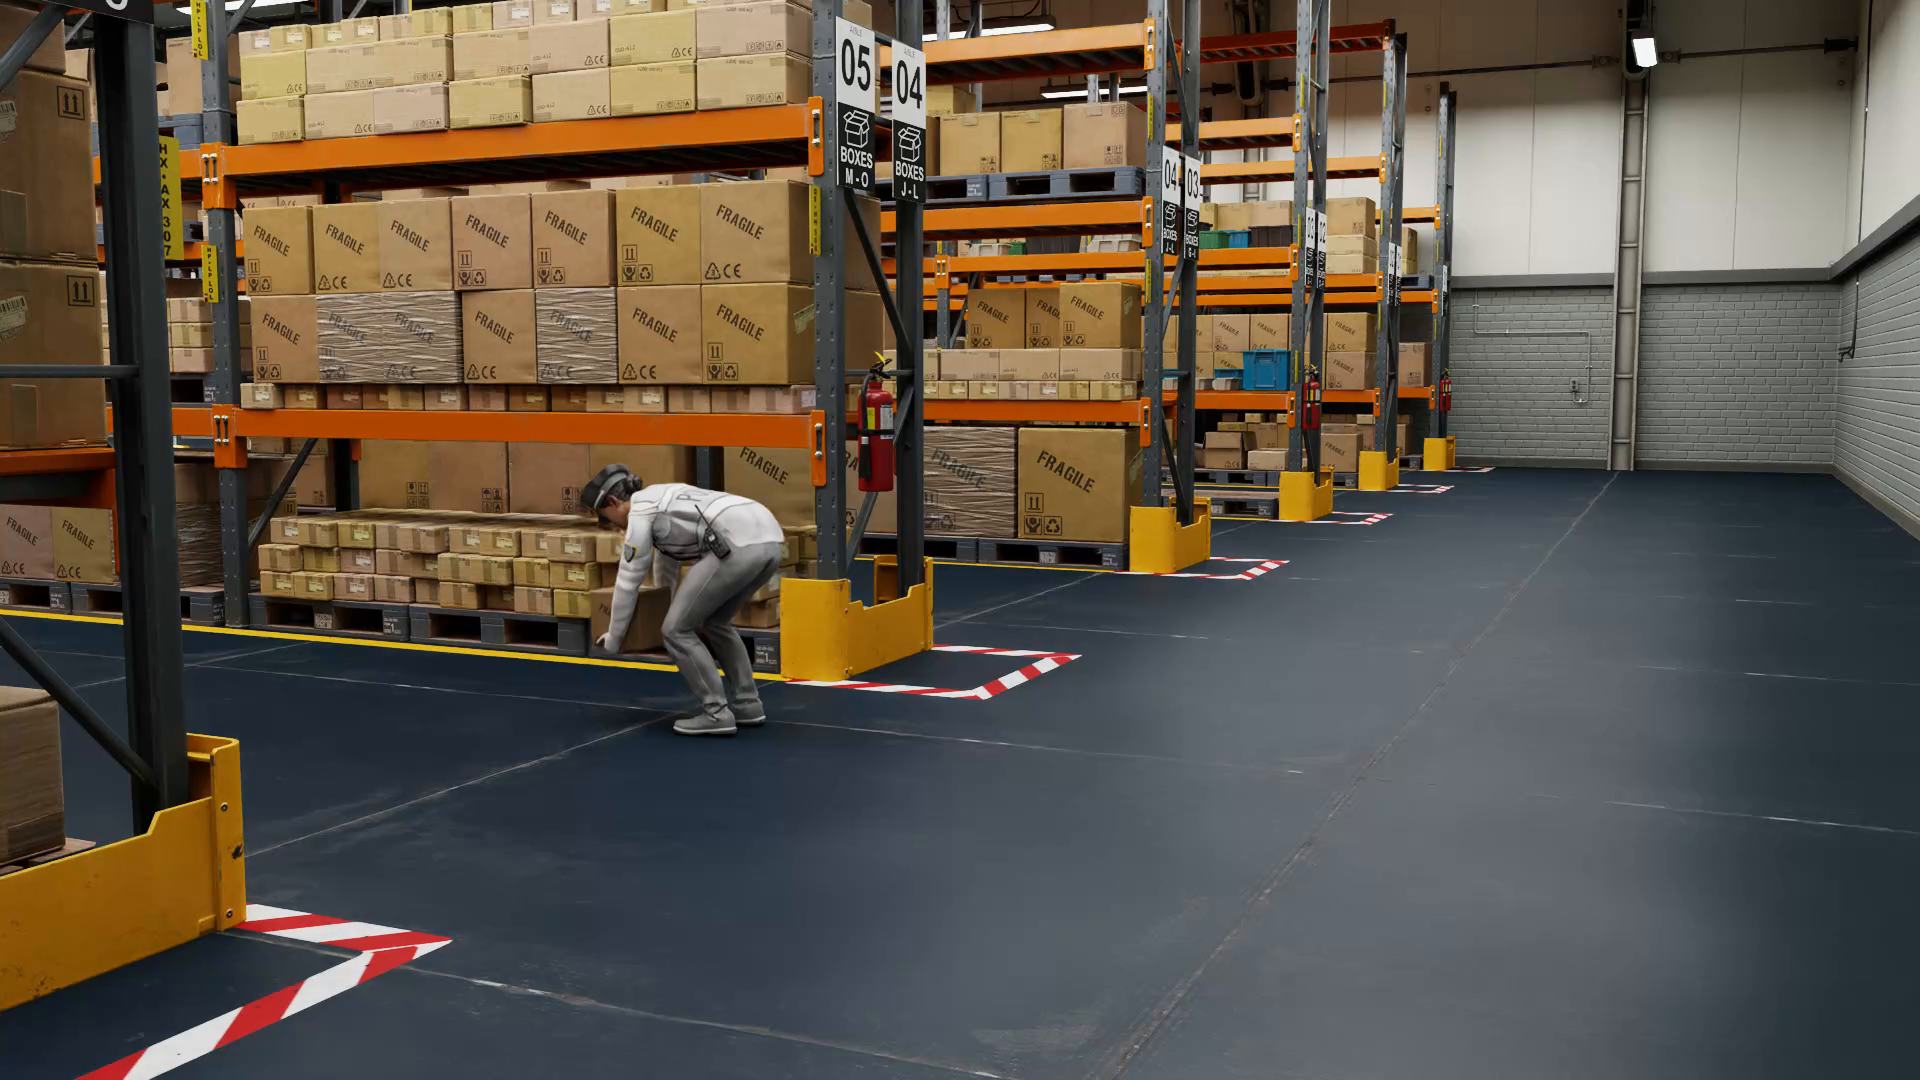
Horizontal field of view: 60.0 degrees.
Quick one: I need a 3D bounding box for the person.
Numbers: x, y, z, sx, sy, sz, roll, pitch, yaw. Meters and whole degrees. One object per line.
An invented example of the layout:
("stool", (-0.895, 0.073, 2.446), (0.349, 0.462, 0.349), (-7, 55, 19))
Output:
("person", (-1.196, 0.240, 7.098), (0.917, 1.127, 0.445), (2, 6, 21))
